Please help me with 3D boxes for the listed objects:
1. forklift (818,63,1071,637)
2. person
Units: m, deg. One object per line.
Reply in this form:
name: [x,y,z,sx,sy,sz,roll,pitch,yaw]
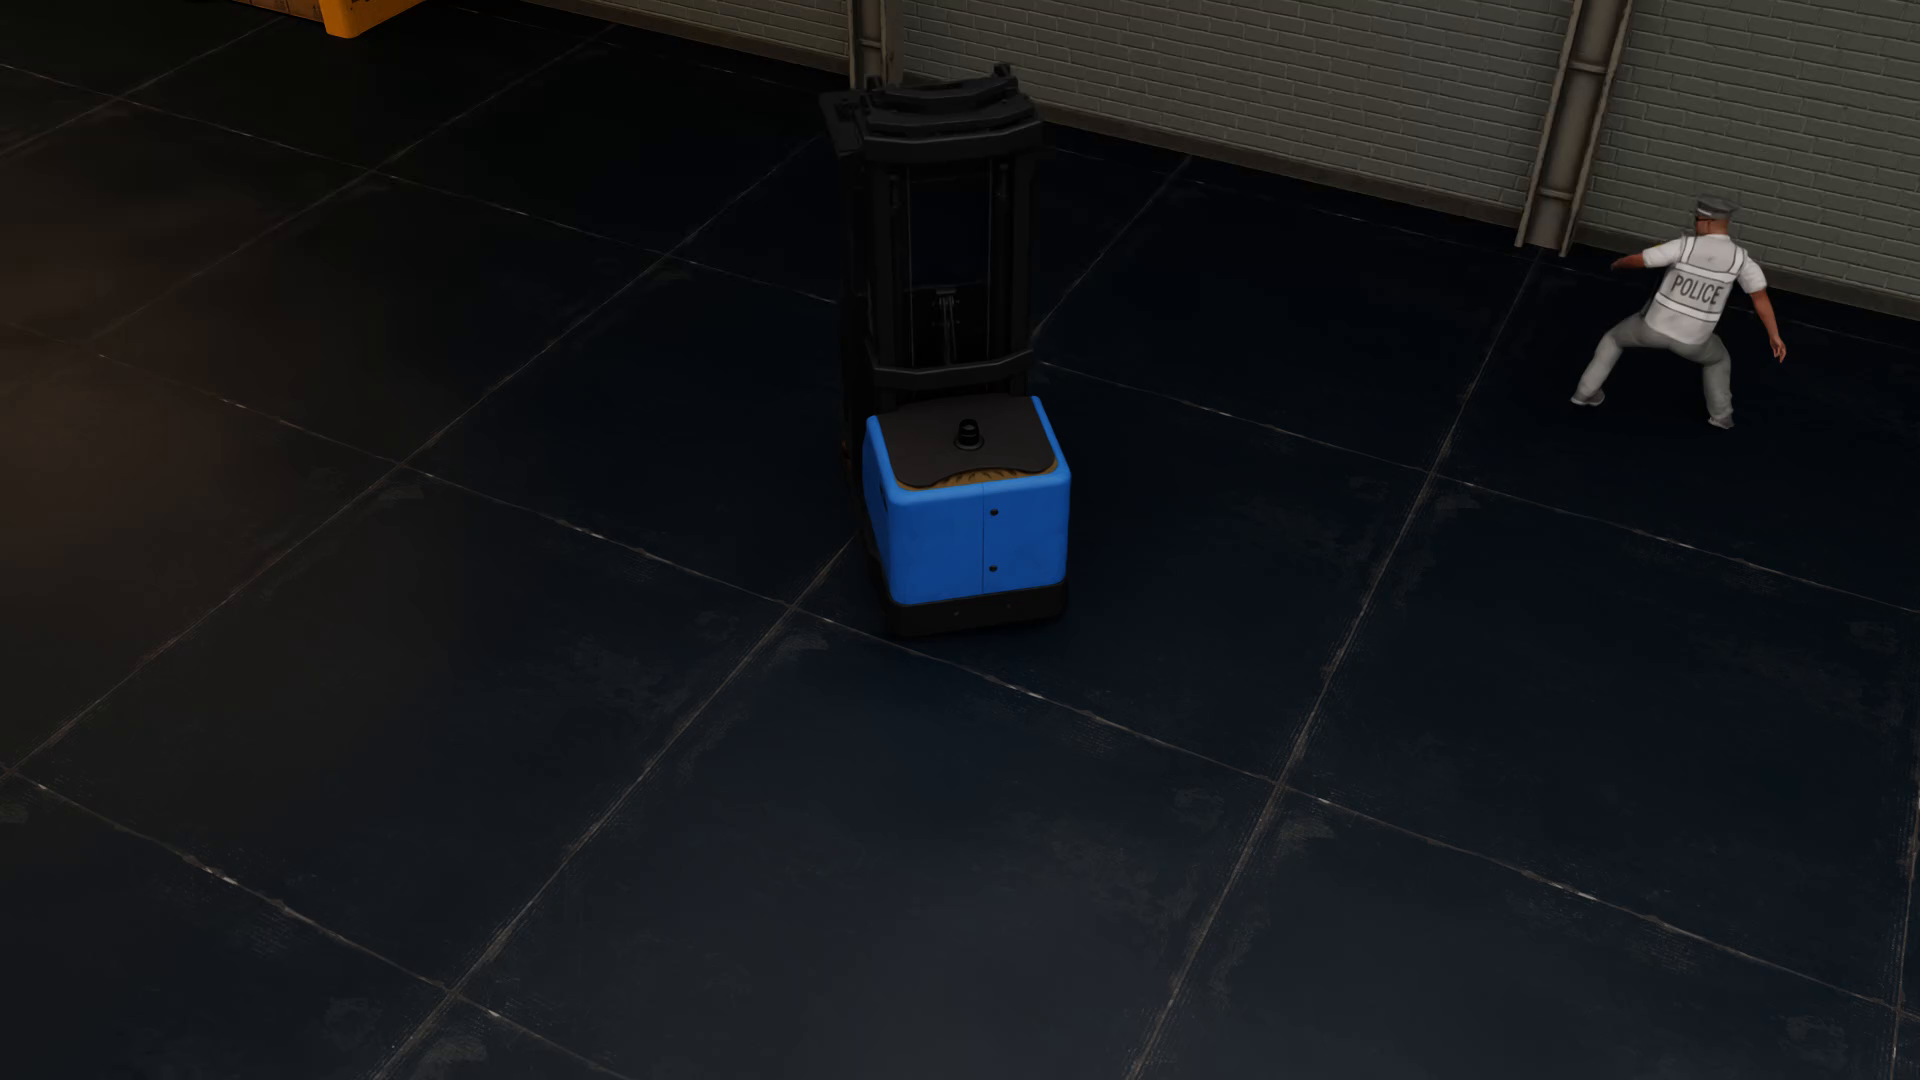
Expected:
forklift: [-0.183,-1.522,9.793,1.130,2.935,3.031,-8,41,-9]
person: [4.719,-1.381,10.749,1.156,1.693,0.561,17,43,20]
